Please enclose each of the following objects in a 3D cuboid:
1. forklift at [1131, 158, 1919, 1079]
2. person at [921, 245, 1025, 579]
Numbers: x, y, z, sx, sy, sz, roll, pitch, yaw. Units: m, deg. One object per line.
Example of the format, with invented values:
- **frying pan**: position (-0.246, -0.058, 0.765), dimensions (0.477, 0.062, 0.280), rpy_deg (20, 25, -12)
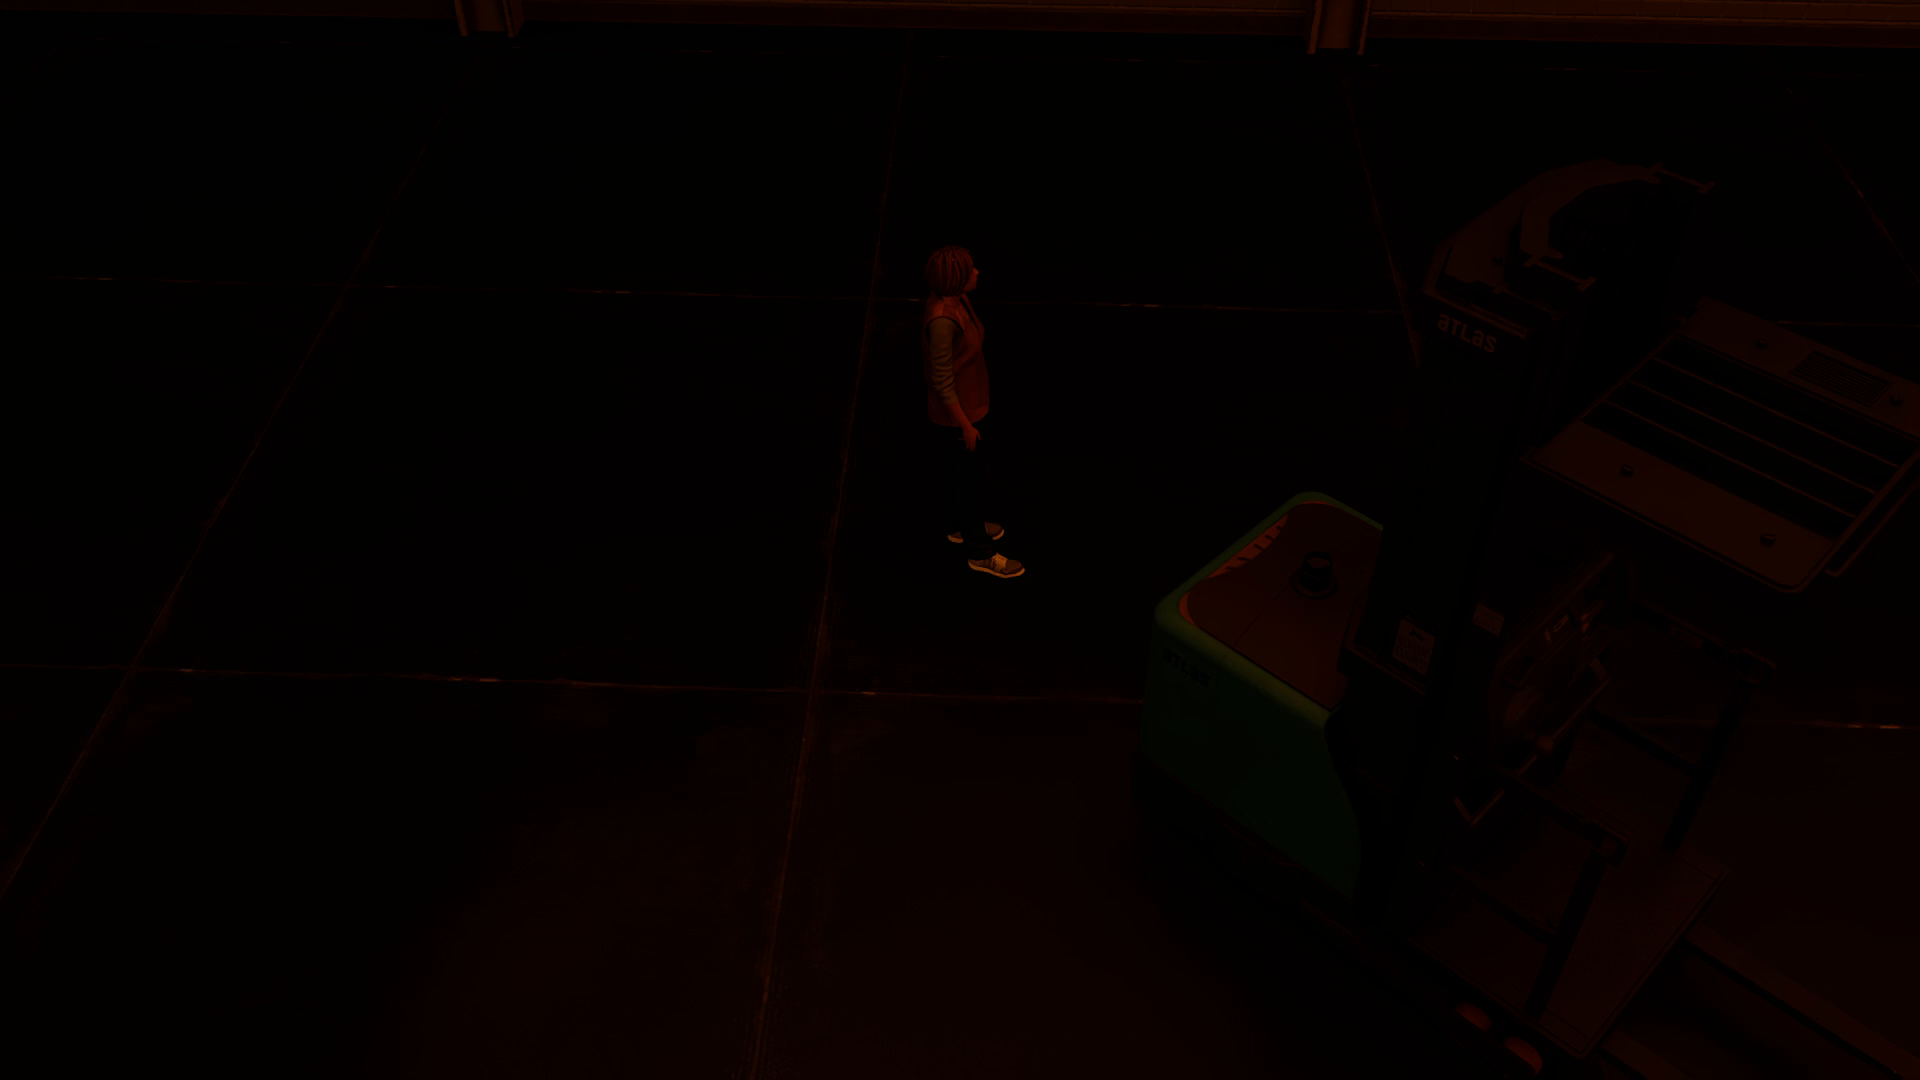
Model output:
- **forklift**: position (2.096, 0.420, 5.282), dimensions (3.031, 2.935, 1.130), rpy_deg (33, 52, 31)
- **person**: position (0.074, -0.584, 7.360), dimensions (0.473, 1.599, 0.520), rpy_deg (2, 42, 2)
